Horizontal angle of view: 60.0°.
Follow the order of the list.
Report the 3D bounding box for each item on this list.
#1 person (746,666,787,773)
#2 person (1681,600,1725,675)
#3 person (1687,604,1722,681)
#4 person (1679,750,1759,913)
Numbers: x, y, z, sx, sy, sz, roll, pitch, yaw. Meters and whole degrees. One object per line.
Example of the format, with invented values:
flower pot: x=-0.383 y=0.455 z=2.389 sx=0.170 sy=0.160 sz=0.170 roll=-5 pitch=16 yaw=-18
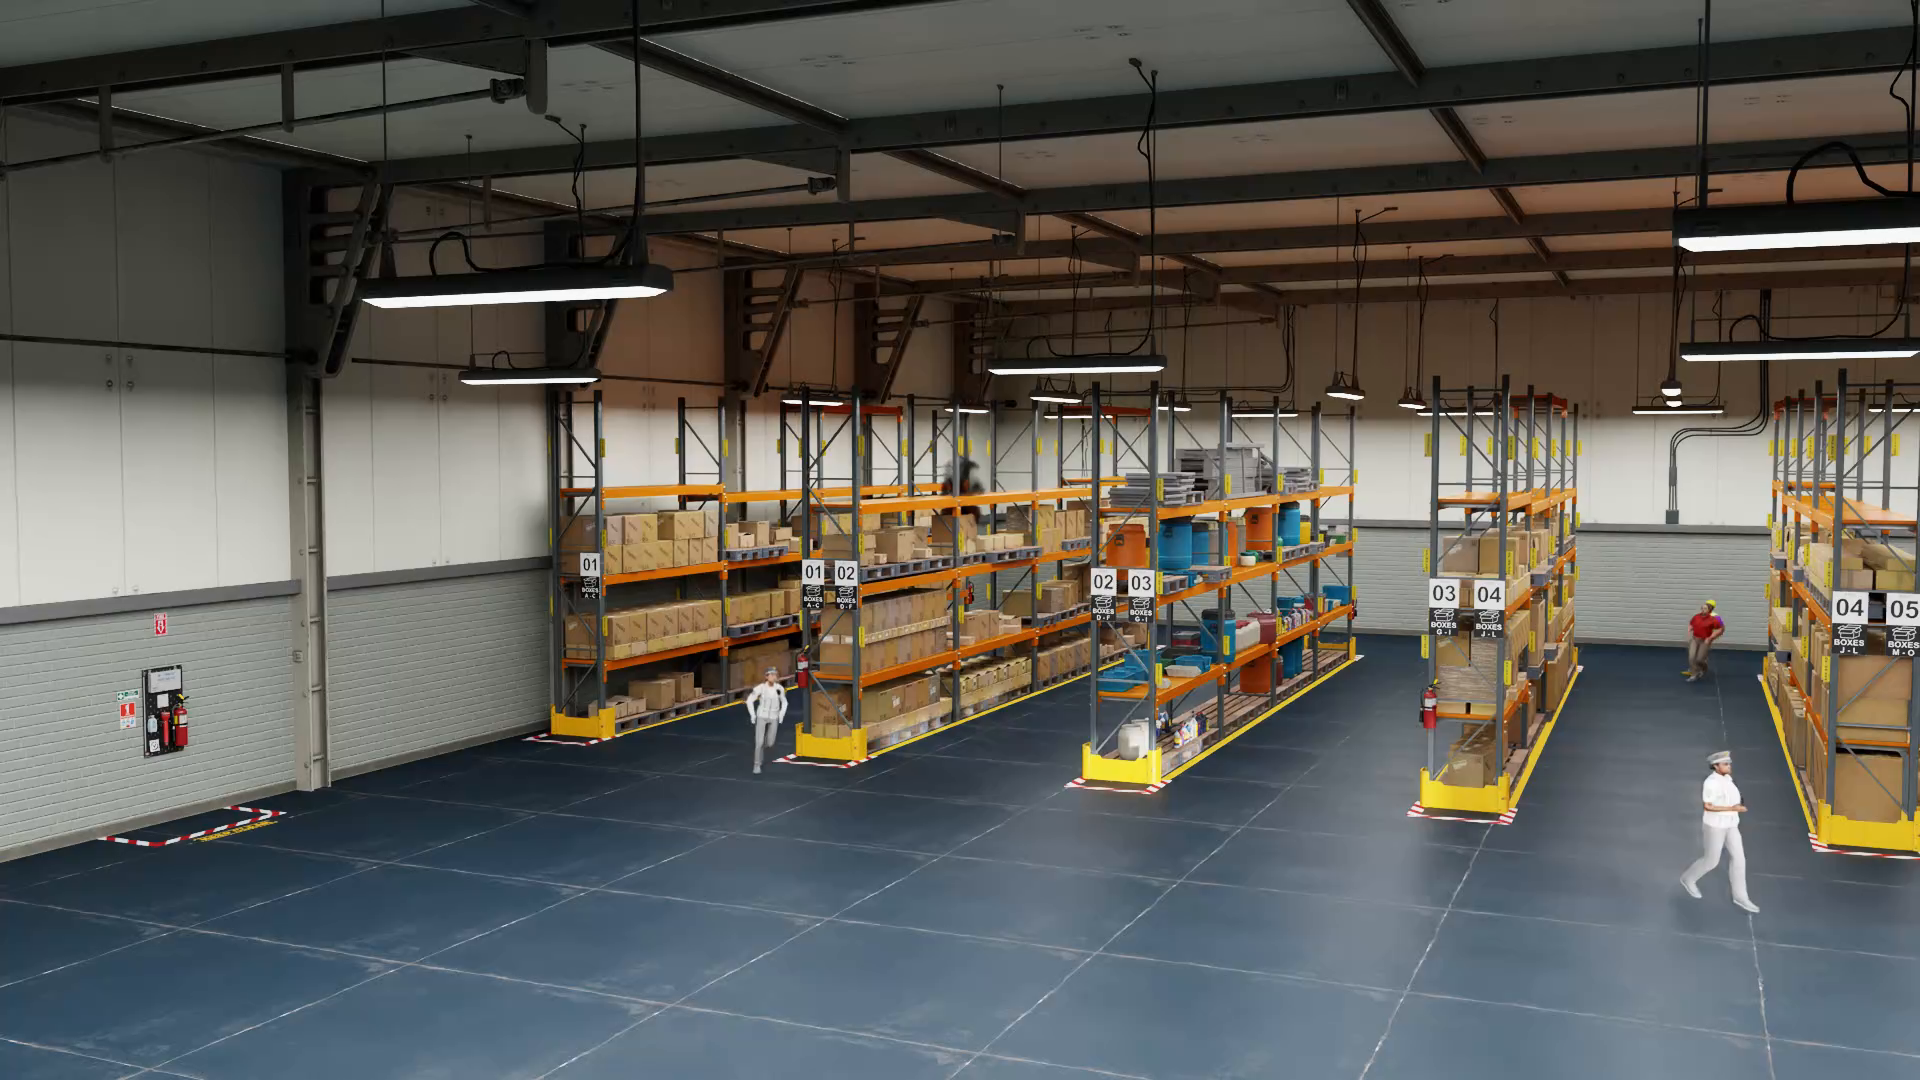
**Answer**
person: x=-2.996 y=2.780 z=25.849 sx=0.659 sy=1.656 sz=0.513 roll=-1 pitch=3 yaw=-18
person: x=16.234 y=2.145 z=36.446 sx=0.648 sy=1.686 sz=0.772 roll=-1 pitch=3 yaw=-18
person: x=15.933 y=2.208 z=35.688 sx=0.610 sy=1.673 sz=0.692 roll=-3 pitch=4 yaw=-40
person: x=8.282 y=3.127 z=18.110 sx=0.581 sy=1.699 sz=0.876 roll=-2 pitch=4 yaw=-32
